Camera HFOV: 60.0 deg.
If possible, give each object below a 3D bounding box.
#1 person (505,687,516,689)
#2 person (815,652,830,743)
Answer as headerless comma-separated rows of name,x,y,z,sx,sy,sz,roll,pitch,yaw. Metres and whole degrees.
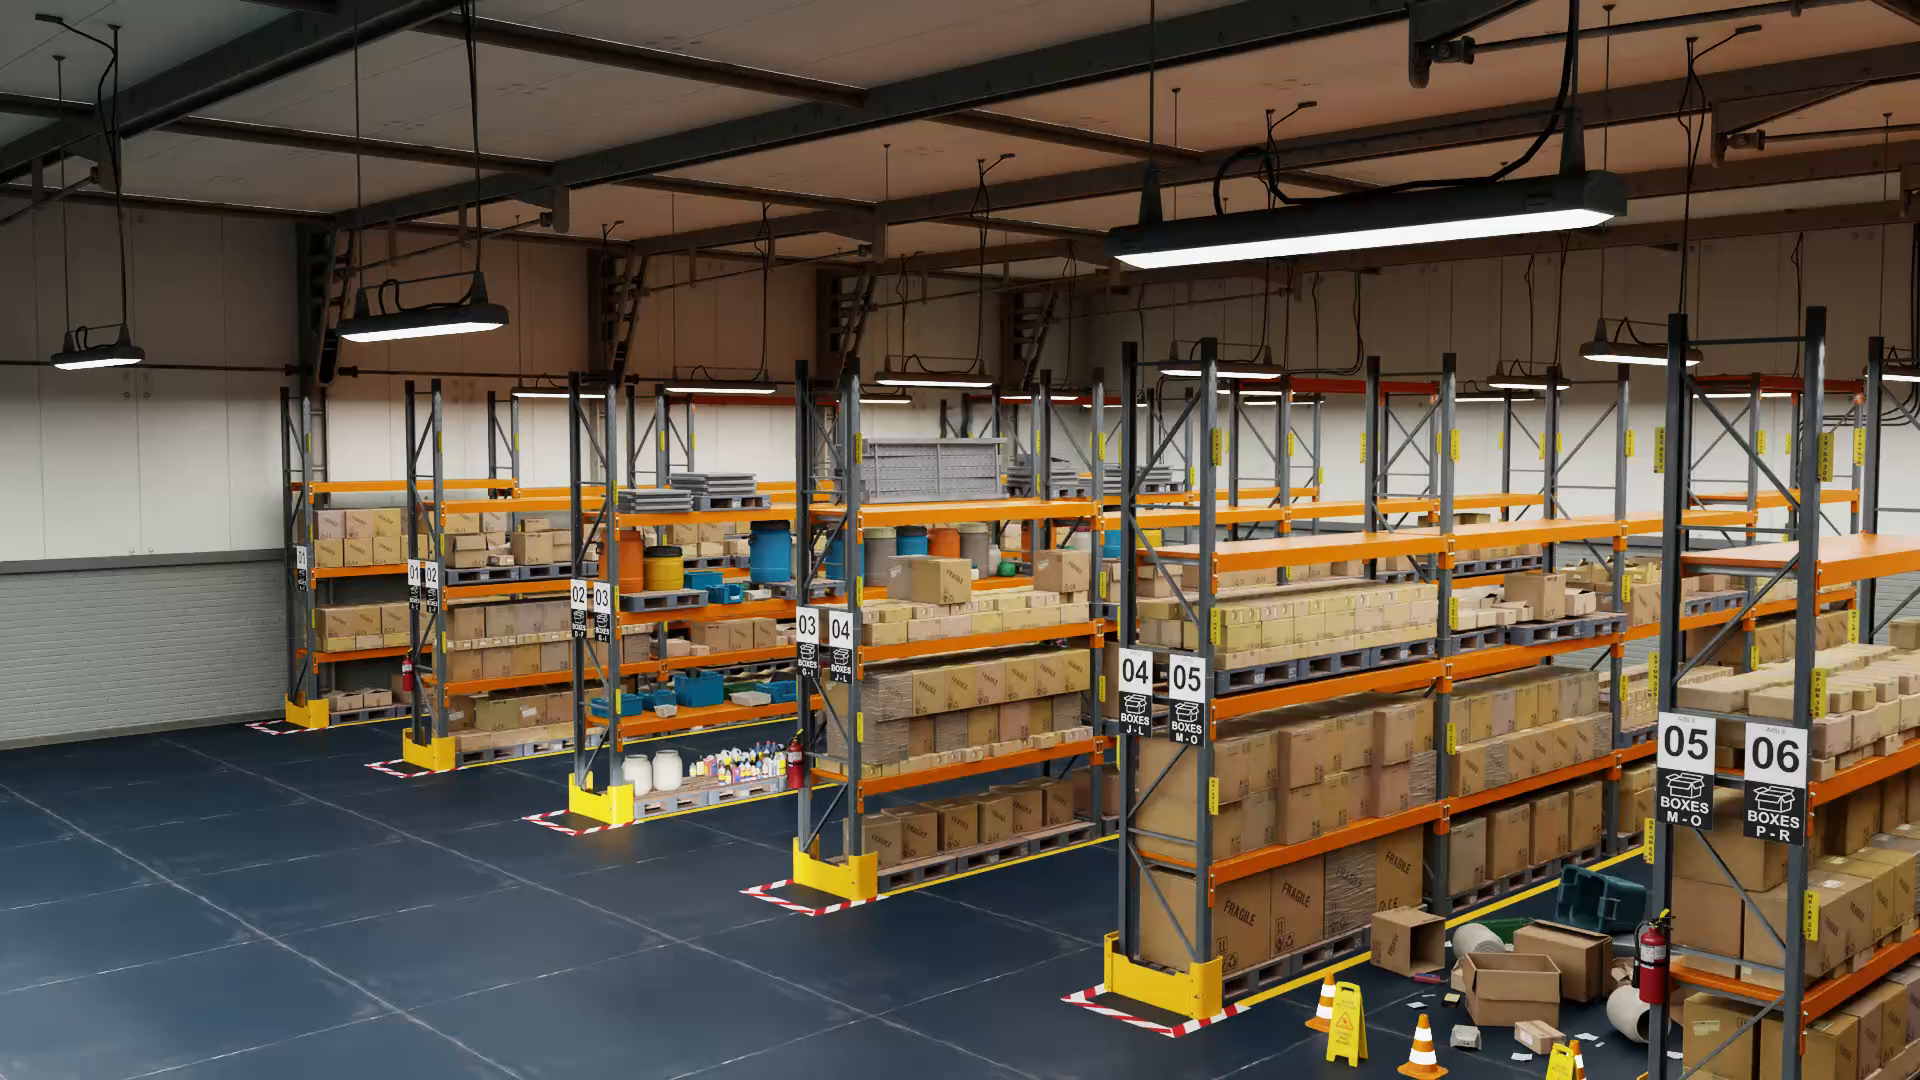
person,-7.705,2.438,28.784,0.956,1.787,0.683,-3,5,-42
person,-2.163,2.498,27.912,0.662,1.716,0.989,2,4,34
